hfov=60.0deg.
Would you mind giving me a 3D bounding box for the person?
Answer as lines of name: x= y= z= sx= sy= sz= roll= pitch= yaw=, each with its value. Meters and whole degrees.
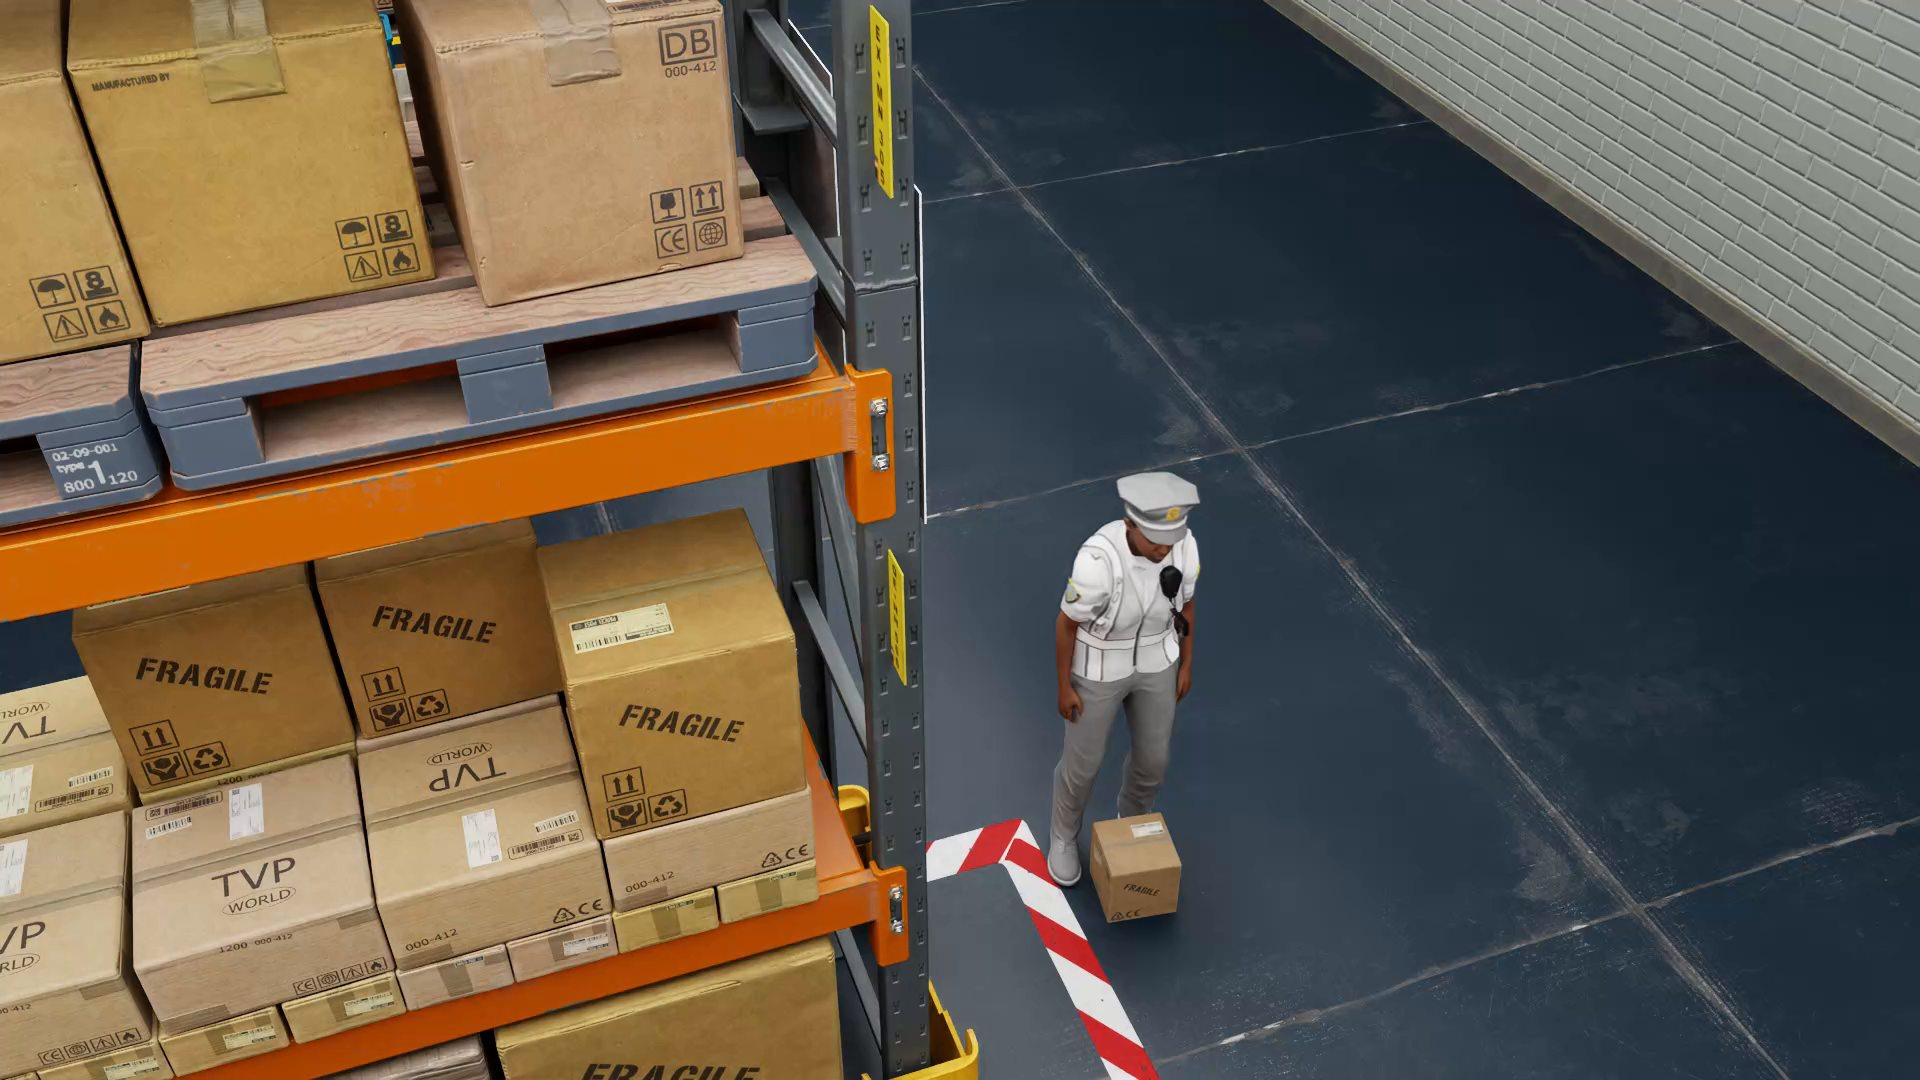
person: x=0.545 y=0.453 z=5.574 sx=0.518 sy=1.656 sz=0.397 roll=-10 pitch=39 yaw=-12
